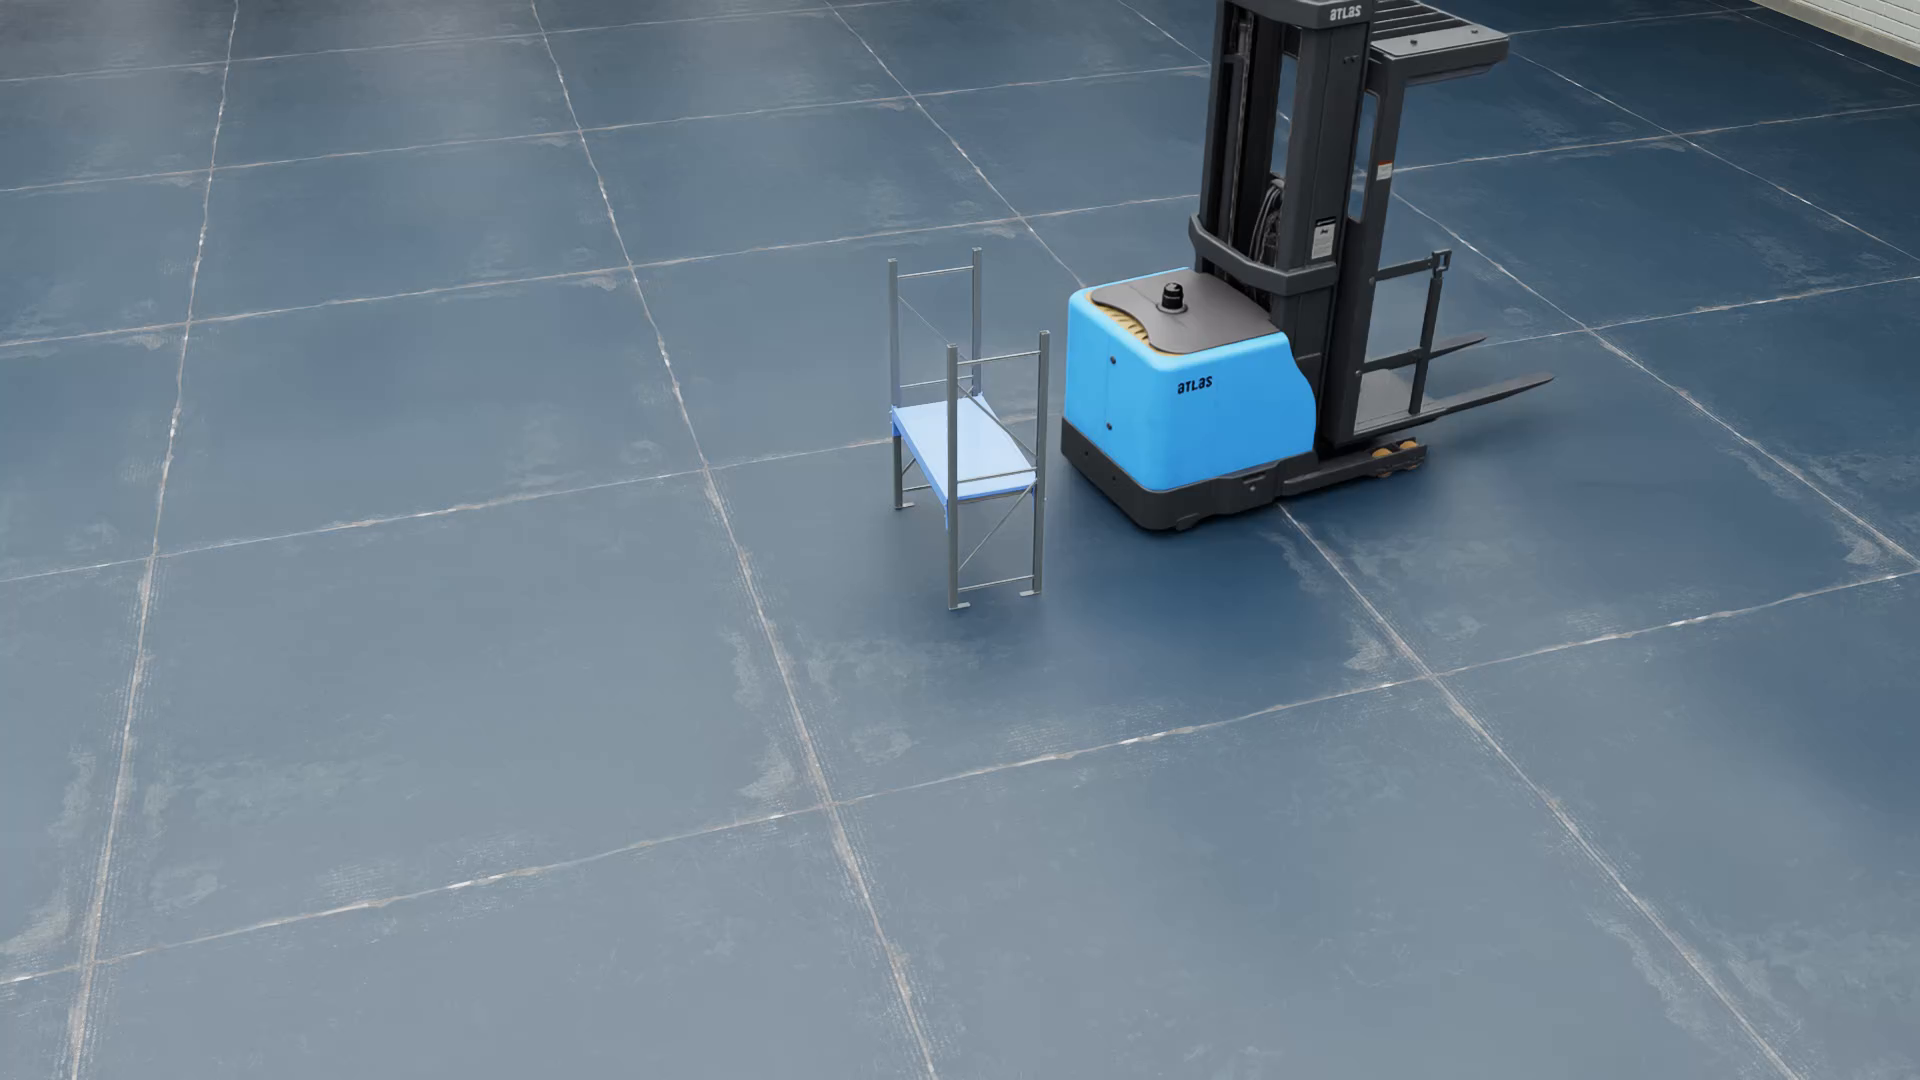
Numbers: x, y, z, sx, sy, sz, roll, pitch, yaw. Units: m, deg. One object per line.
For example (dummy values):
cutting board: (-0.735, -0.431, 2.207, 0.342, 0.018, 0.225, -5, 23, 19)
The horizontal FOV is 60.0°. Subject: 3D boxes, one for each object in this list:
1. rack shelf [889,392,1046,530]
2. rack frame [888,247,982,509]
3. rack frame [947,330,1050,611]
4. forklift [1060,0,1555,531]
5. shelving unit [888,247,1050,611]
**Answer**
rack shelf: (0.026, -0.431, 8.687, 0.538, 0.185, 1.000, -10, 35, -15)
rack frame: (-0.129, -0.848, 8.992, 0.500, 1.500, 0.032, -10, 35, -15)
rack frame: (0.181, -0.314, 8.184, 0.500, 1.500, 0.032, -10, 35, -15)
forklift: (2.141, -1.828, 9.177, 3.031, 2.935, 1.130, -15, 36, -22)
shelving unit: (0.026, -0.581, 8.588, 0.538, 1.500, 1.048, -10, 35, -15)
